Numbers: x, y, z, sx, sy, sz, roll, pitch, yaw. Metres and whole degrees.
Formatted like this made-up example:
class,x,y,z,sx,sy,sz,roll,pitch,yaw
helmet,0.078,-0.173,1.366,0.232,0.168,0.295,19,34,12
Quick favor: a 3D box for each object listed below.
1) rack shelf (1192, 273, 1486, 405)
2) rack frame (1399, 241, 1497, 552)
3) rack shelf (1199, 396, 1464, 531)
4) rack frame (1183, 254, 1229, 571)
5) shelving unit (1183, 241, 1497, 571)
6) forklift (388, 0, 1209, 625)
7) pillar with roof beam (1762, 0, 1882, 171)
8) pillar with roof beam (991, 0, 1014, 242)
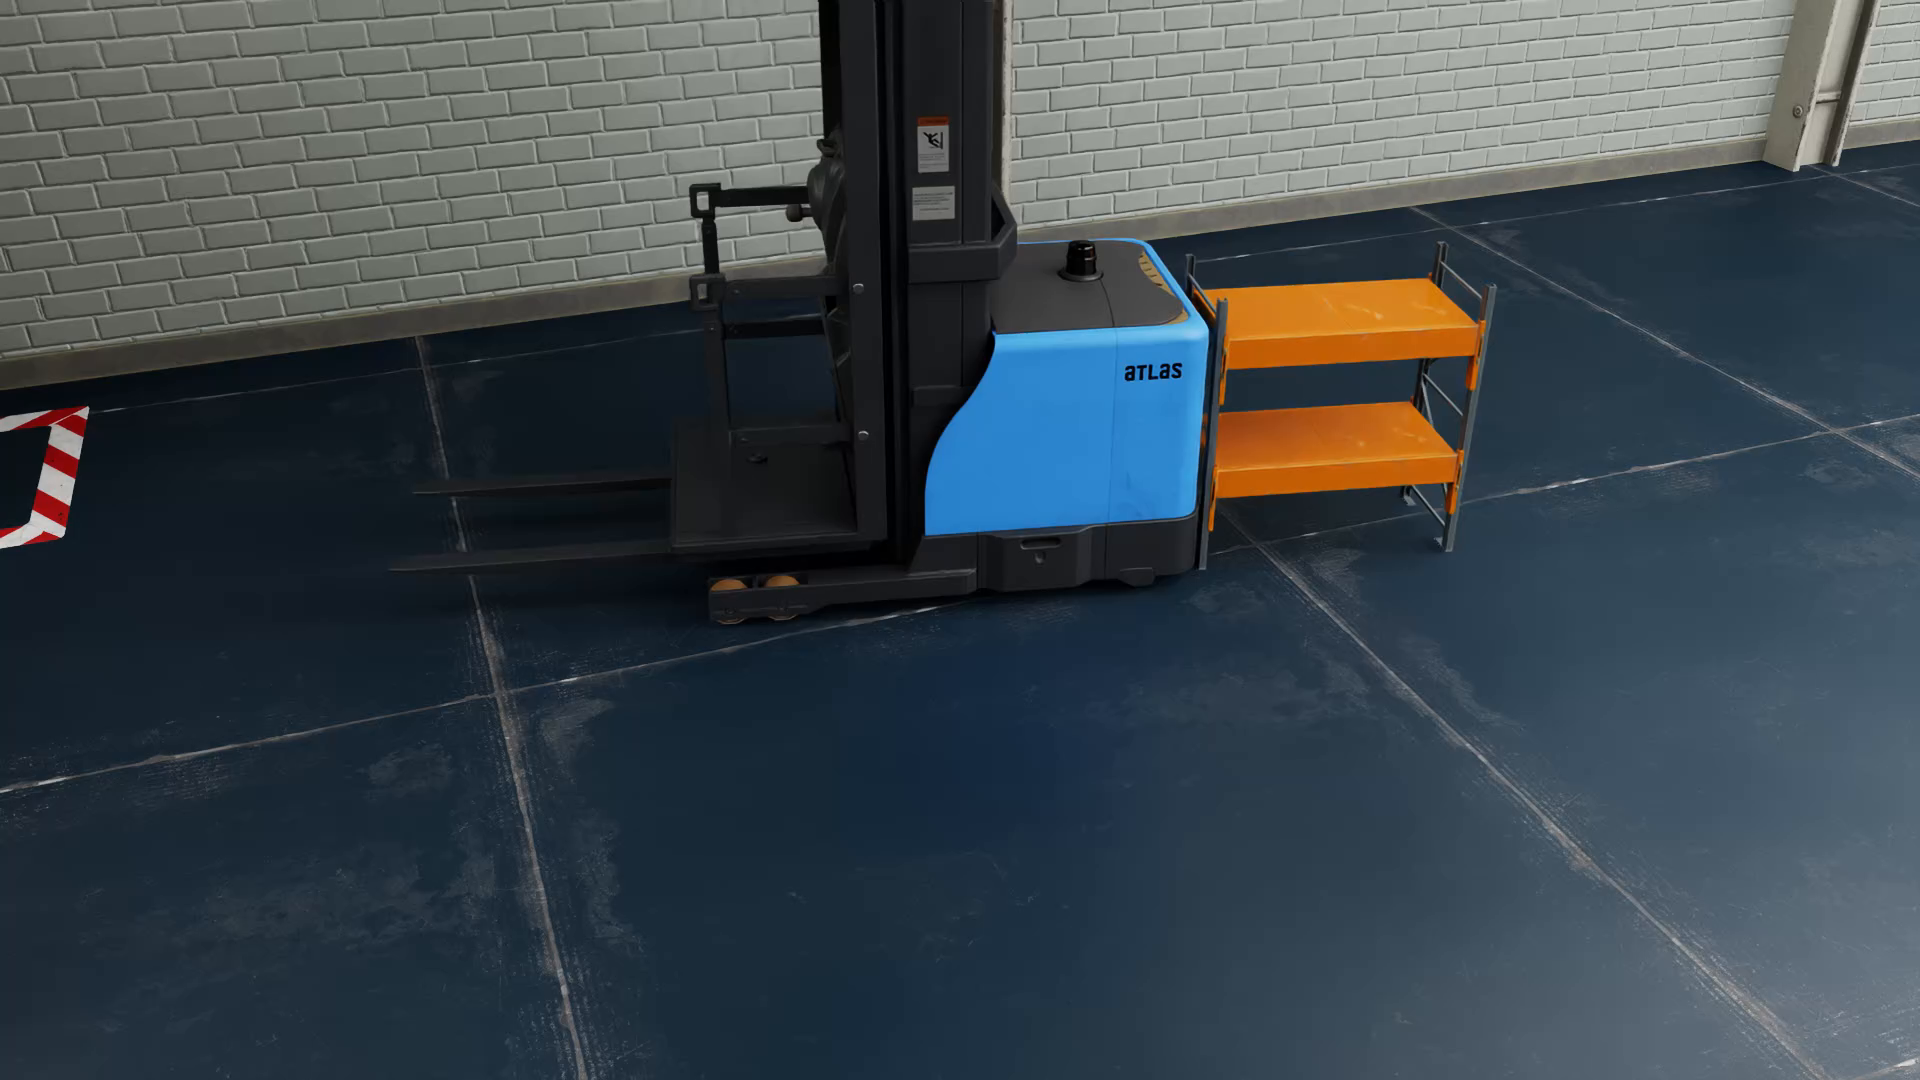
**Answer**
class,x,y,z,sx,sy,sz,roll,pitch,yaw
rack shelf,1.421,-0.782,6.395,1.000,0.278,0.538,-4,30,-7
rack frame,1.924,-0.563,6.602,0.032,1.125,0.500,-4,30,-7
rack shelf,1.421,-0.315,6.661,1.000,0.278,0.538,-4,30,-7
rack frame,0.918,-0.492,6.477,0.032,1.125,0.500,-4,30,-7
shelving unit,1.421,-0.527,6.540,1.048,1.125,0.538,-4,30,-7
forklift,-0.649,-1.238,5.963,3.031,2.935,1.130,-4,30,-7
pillar with roof beam,7.165,-4.466,5.499,0.400,9.000,9.100,-10,31,-18
pillar with roof beam,1.541,-3.430,3.681,0.400,9.000,9.100,-10,31,-18
